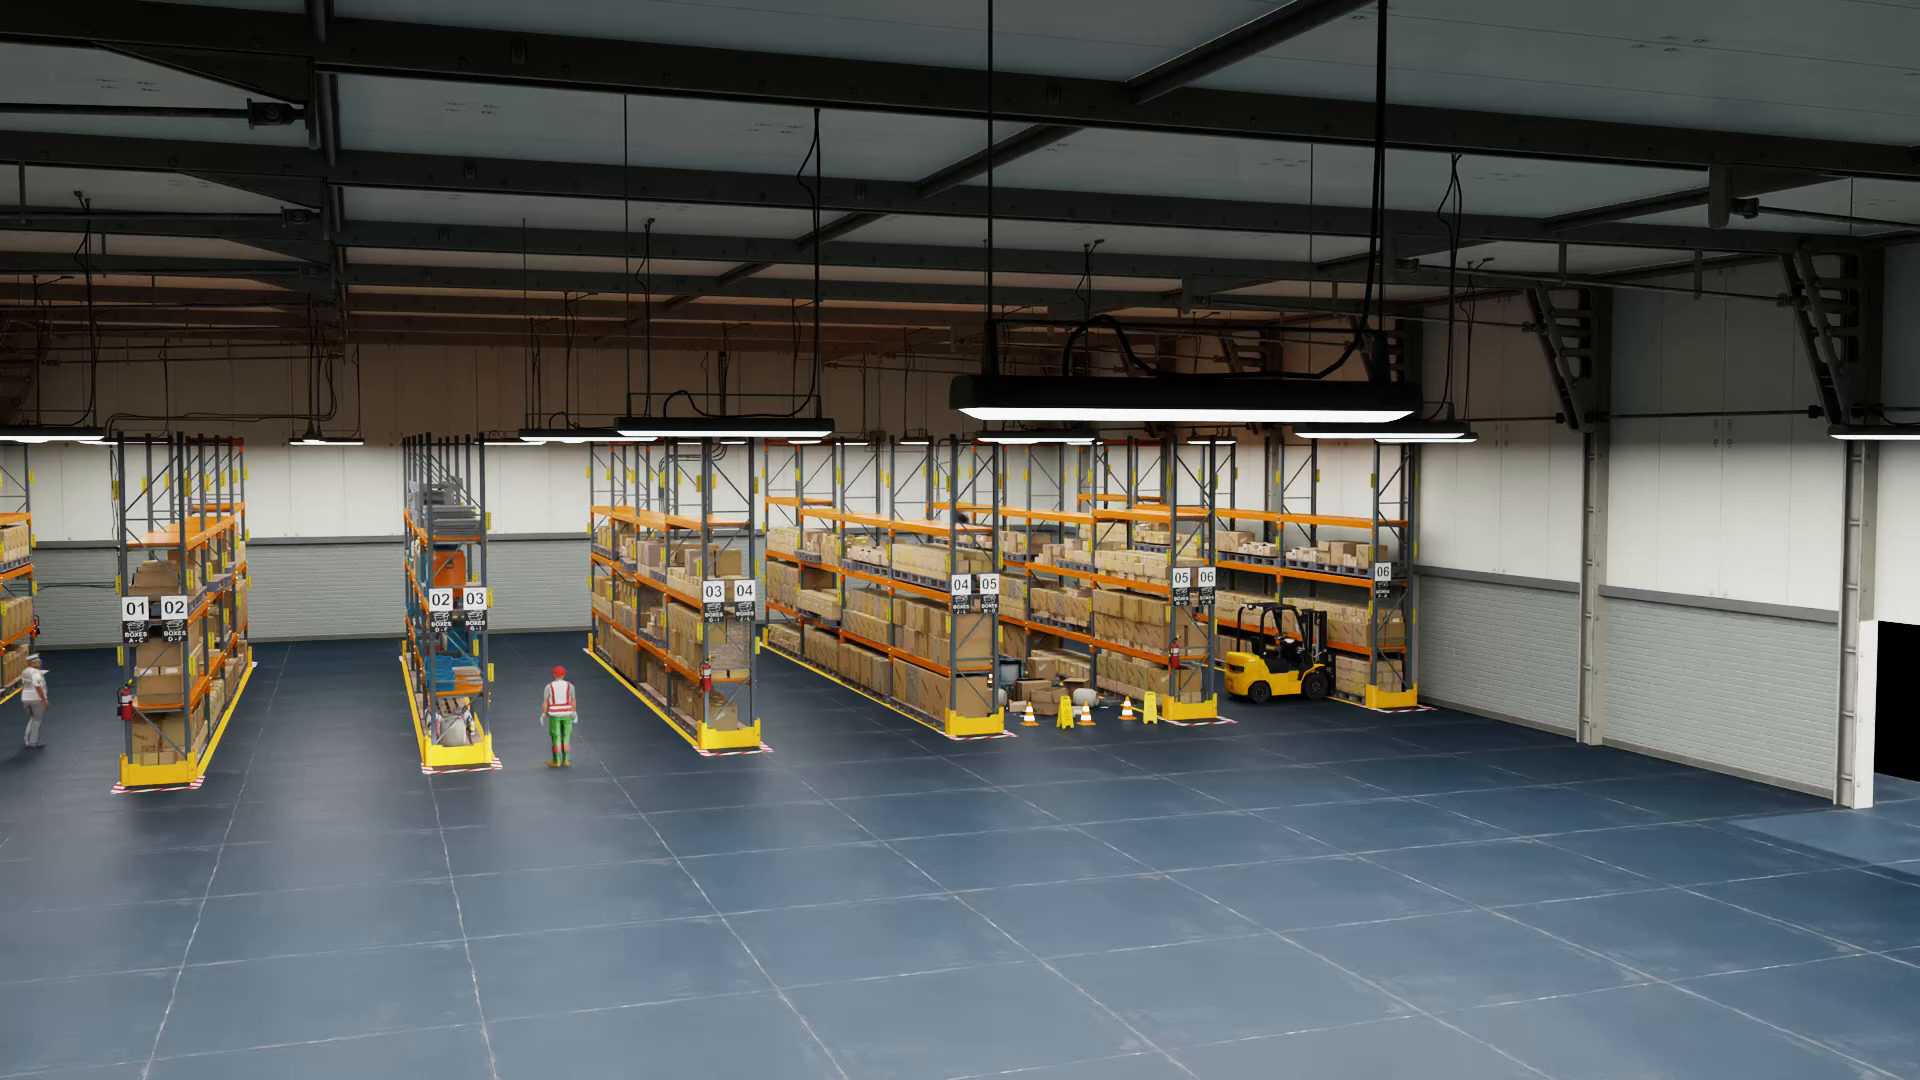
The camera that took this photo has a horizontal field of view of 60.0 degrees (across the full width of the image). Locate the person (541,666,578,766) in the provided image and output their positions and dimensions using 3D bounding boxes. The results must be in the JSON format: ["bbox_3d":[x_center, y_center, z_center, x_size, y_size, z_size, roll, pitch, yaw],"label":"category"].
[{"bbox_3d":[-7.202,3.174,29.890,0.657,1.824,0.362,-1,3,-21],"label":"person"}]

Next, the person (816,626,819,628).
[{"bbox_3d":[-4.214,1.971,49.946,0.454,1.679,0.342,-1,3,-12],"label":"person"}]

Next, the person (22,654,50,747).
[{"bbox_3d":[-17.681,3.077,31.815,0.562,1.802,0.465,1,3,16],"label":"person"}]
